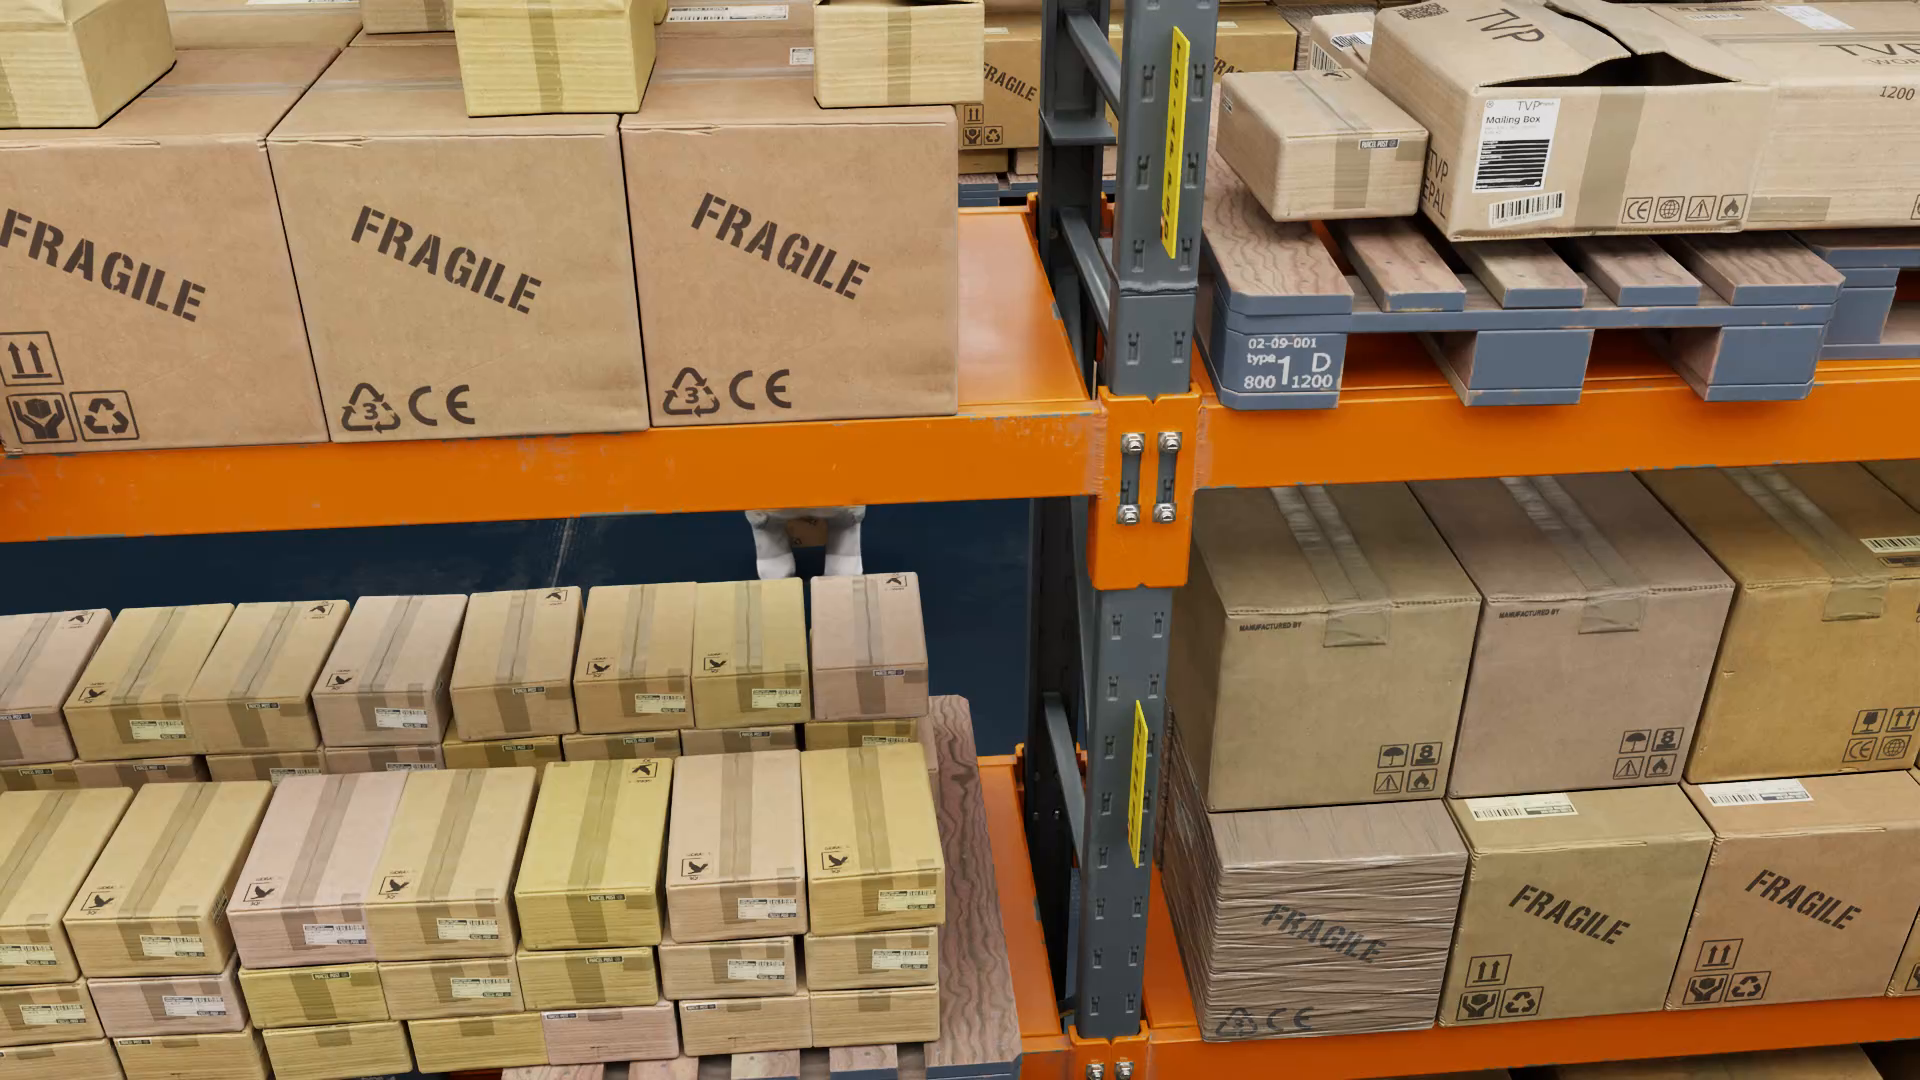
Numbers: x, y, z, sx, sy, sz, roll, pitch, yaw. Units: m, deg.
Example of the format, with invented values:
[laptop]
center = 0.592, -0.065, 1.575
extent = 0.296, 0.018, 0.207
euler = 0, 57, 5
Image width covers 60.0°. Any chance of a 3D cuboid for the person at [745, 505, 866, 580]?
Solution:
[person]
center = -0.676, -0.305, 6.874
extent = 0.579, 1.528, 0.690
euler = -3, 31, -4
